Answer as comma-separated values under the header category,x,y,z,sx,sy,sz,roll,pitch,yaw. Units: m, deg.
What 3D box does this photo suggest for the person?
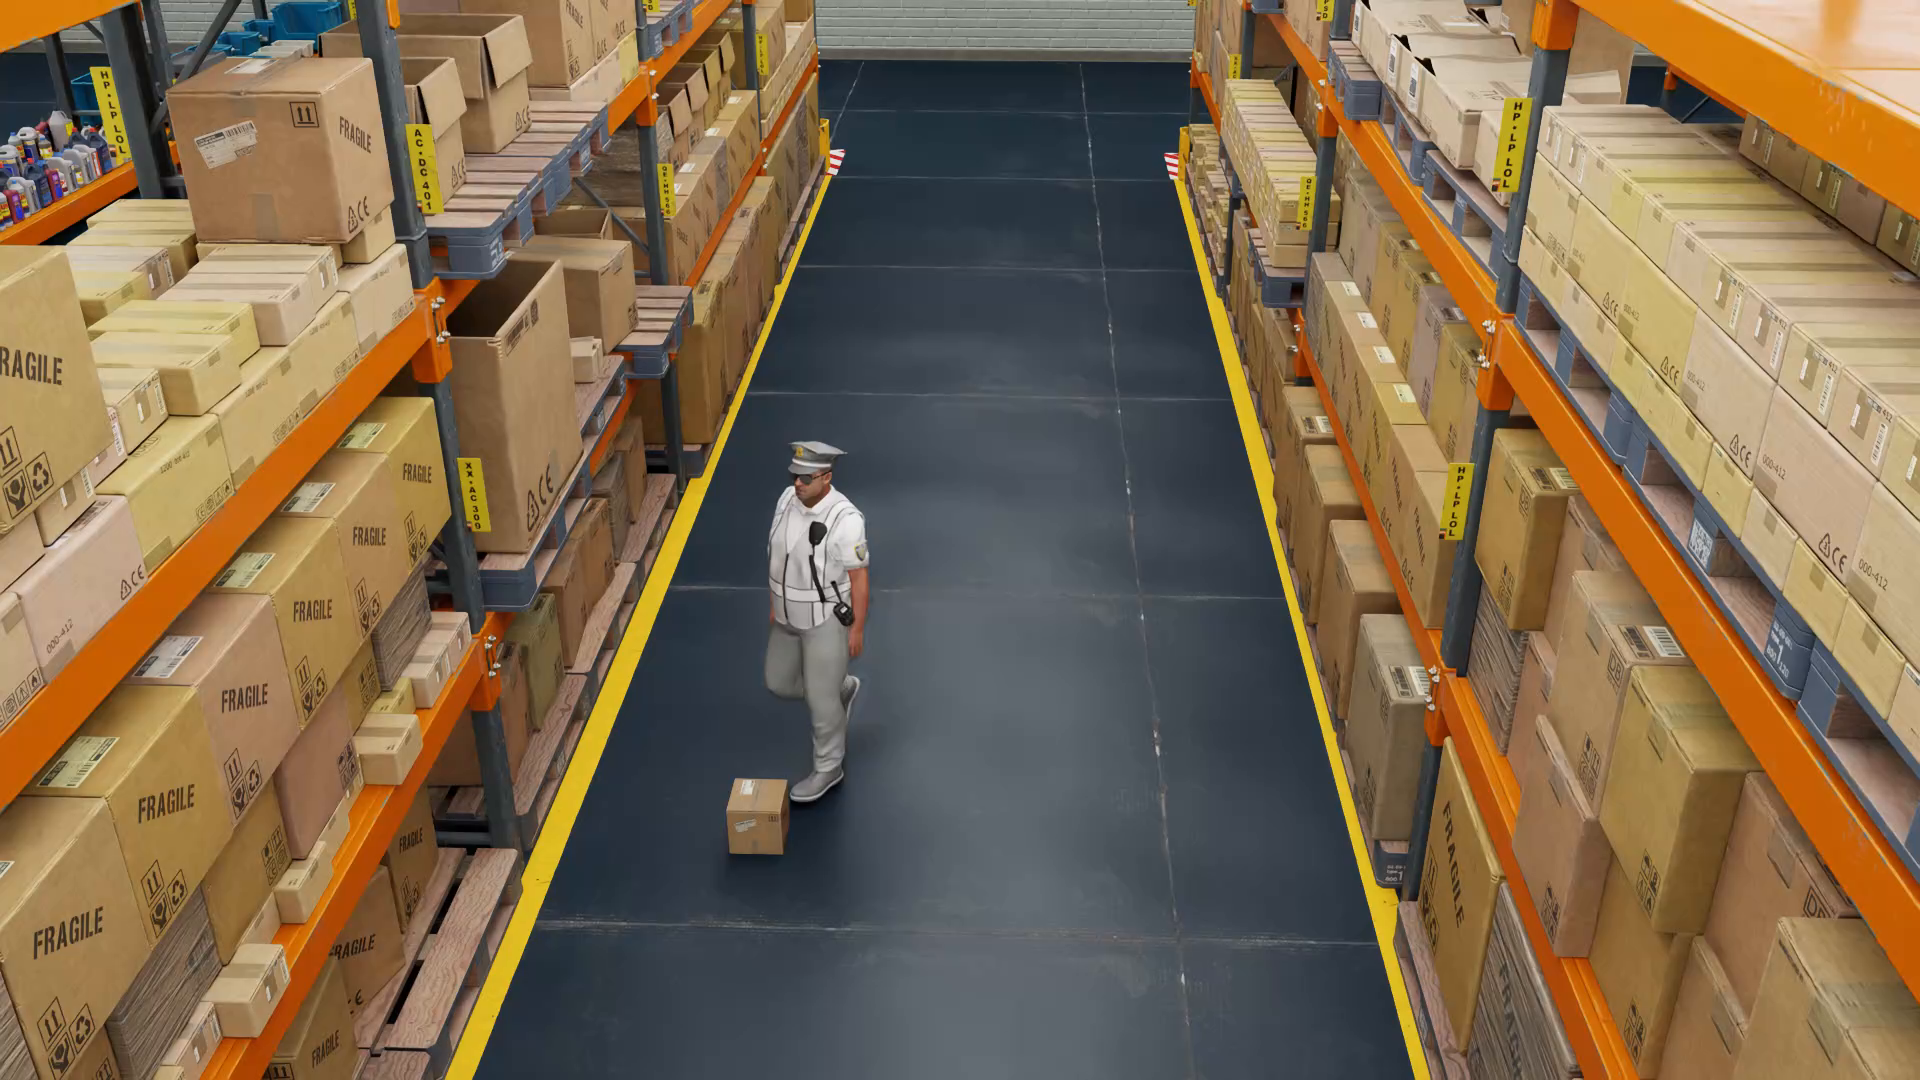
category,x,y,z,sx,sy,sz,roll,pitch,yaw
person,-0.720,0.350,7.911,0.561,1.752,0.595,21,35,35
